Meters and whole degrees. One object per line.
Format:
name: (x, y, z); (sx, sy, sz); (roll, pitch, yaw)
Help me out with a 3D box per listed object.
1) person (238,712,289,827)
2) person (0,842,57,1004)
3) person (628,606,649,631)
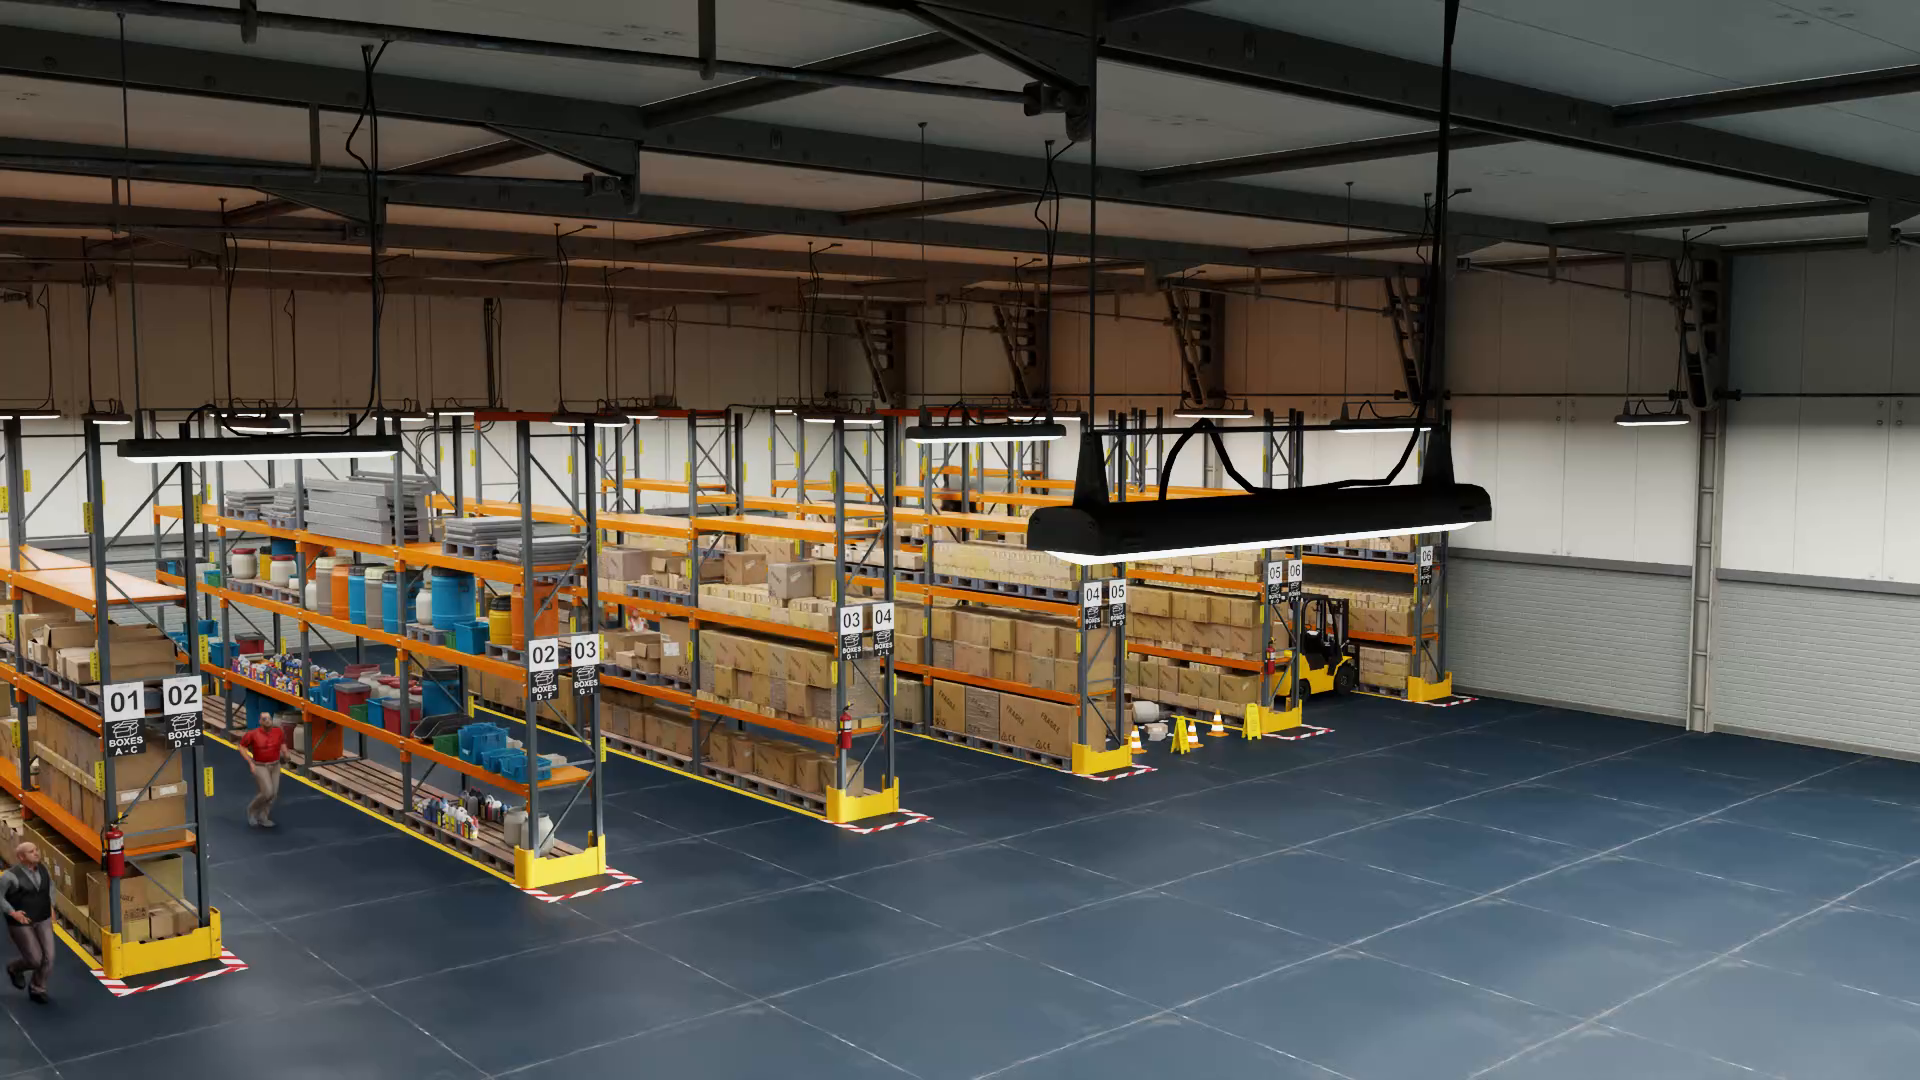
person: (-10.090, 3.352, 24.290); (0.602, 1.694, 0.643); (4, 6, 36)
person: (-9.716, 3.983, 17.333); (0.562, 1.699, 0.692); (3, 6, 28)
person: (-6.970, 2.288, 36.012); (0.670, 1.741, 0.616); (-3, 6, -30)
